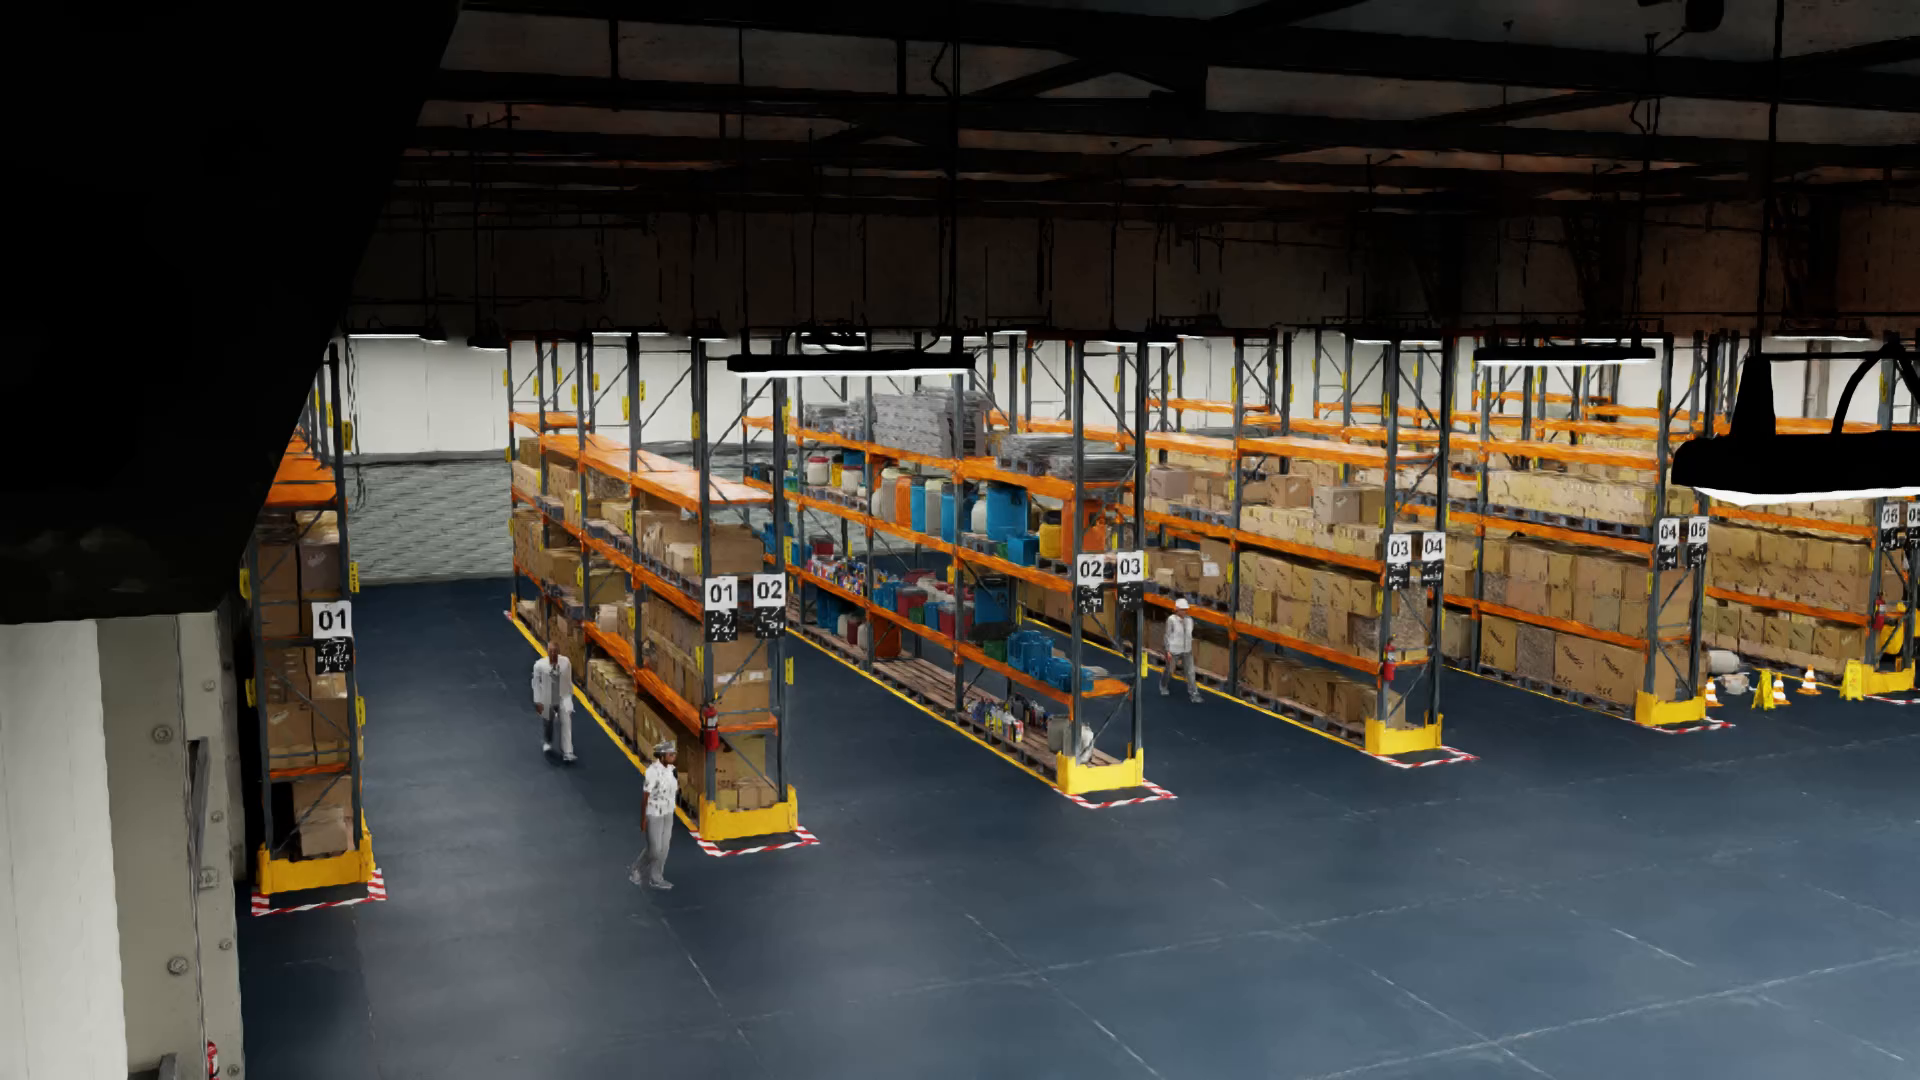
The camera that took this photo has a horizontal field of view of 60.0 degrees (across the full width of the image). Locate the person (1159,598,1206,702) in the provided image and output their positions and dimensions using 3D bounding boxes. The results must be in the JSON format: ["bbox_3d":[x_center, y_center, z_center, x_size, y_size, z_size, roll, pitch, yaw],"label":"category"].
[{"bbox_3d":[3.592,1.780,27.227,0.544,1.695,1.101,-3,8,-19],"label":"person"}]

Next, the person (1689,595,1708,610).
[{"bbox_3d":[15.225,0.804,34.349,0.555,1.719,0.623,1,8,7],"label":"person"}]

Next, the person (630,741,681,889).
[{"bbox_3d":[-3.384,3.024,18.362,0.525,1.669,0.520,4,9,30],"label":"person"}]

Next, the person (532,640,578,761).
[{"bbox_3d":[-5.785,2.359,23.712,0.598,1.493,1.193,-3,8,-20],"label":"person"}]
